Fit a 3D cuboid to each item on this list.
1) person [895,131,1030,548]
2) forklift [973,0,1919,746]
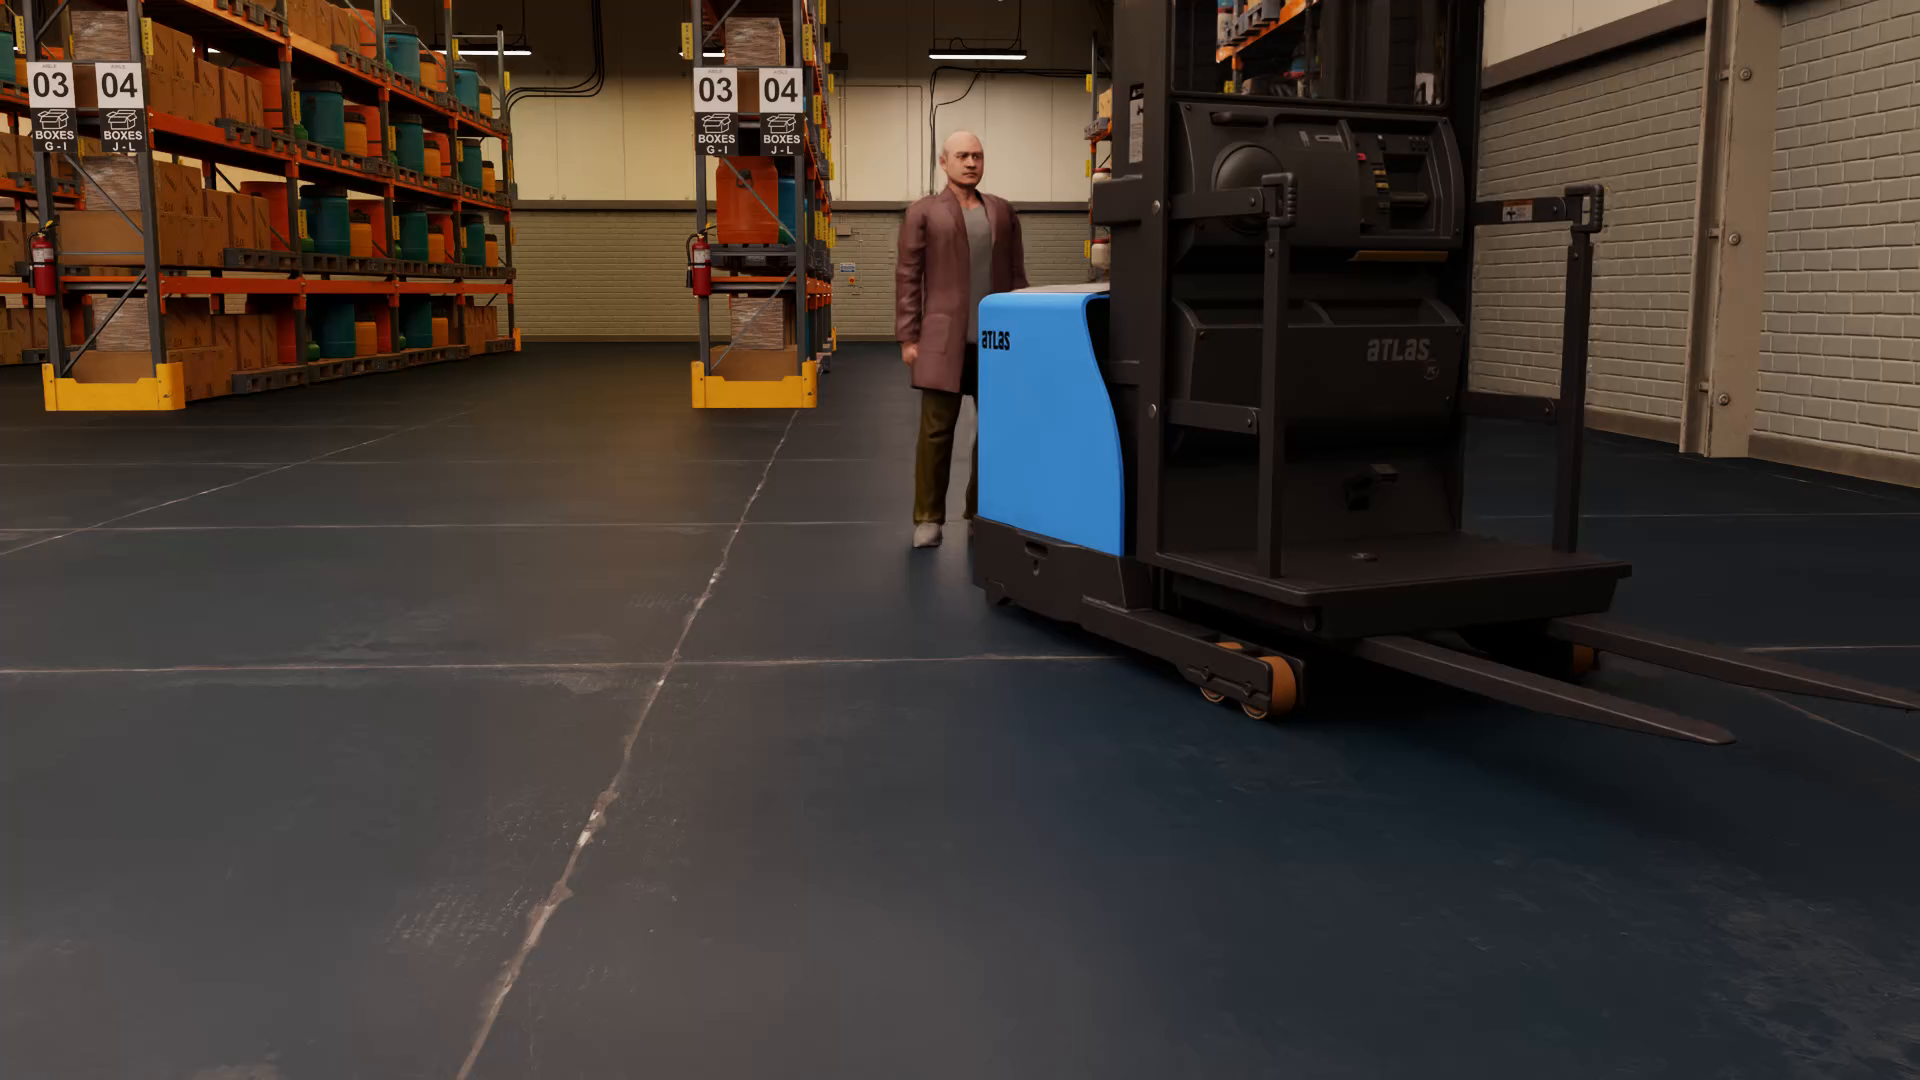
[{"bbox_3d":[0.051,-0.856,7.148,0.641,1.772,0.384,-3,9,-21],"label":"person"},{"bbox_3d":[1.119,-1.064,4.495,1.130,2.935,3.031,-4,9,-24],"label":"forklift"}]
